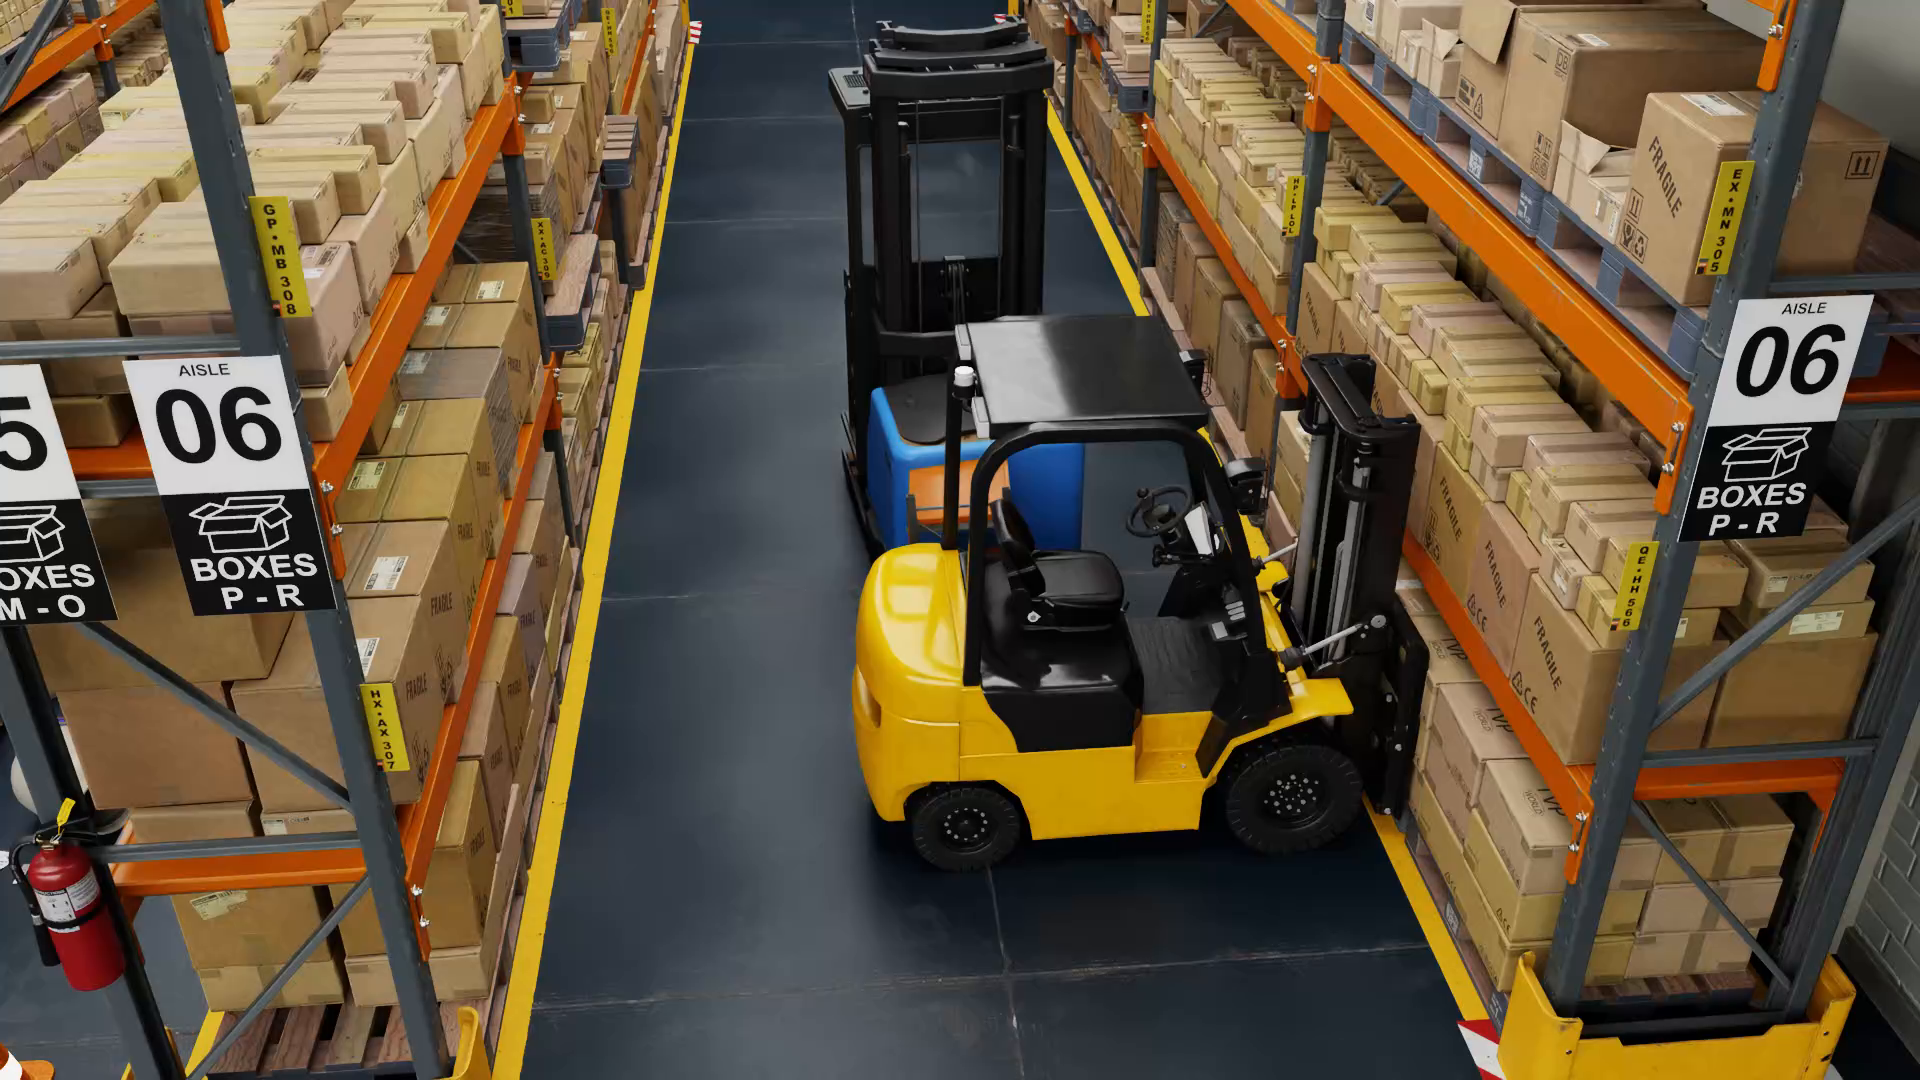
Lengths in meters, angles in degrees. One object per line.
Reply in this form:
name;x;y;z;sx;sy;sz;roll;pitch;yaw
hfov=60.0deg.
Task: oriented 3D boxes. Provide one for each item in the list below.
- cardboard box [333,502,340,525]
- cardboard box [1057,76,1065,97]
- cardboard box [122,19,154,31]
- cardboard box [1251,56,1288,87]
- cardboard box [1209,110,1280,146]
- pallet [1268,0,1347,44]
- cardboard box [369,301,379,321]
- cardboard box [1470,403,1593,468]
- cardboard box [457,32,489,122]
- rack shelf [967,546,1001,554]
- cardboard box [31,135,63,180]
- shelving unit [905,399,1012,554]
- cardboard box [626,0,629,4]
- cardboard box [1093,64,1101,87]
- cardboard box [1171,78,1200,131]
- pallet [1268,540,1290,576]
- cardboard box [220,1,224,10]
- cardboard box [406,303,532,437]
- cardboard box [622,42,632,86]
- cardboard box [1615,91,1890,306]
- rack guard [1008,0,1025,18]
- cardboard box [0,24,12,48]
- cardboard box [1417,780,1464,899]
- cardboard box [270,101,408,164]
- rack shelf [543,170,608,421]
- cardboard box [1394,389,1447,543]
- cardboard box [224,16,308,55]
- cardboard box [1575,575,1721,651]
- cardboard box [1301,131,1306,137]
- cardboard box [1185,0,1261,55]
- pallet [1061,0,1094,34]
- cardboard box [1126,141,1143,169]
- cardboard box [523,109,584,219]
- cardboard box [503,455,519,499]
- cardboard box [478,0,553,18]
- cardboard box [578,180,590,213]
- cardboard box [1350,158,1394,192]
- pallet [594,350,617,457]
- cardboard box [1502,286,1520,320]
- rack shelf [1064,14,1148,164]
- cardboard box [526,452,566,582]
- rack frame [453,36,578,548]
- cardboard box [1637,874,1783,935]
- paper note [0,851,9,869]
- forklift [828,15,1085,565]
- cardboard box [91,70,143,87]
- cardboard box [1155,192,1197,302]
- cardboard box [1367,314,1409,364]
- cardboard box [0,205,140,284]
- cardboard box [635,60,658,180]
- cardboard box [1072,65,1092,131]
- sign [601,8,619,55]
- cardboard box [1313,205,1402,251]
cardboard box;-2.587;-0.142;5.700;0.700;0.500;0.500;-2;31;-4
cardboard box;1.194;-4.626;16.941;0.380;0.149;0.250;-4;31;-6
cardboard box;-8.838;-5.449;17.738;0.380;0.149;0.250;-4;31;-7
cardboard box;2.244;-3.259;11.551;0.380;0.149;0.250;-3;31;-5
cardboard box;1.783;-2.583;10.419;0.380;0.149;0.250;-4;31;-6
pallet;2.191;-2.970;9.059;0.805;0.209;1.217;-4;31;-7
cardboard box;-2.141;-0.790;5.467;0.380;0.149;0.250;-3;31;-5
cardboard box;2.227;-0.410;6.491;0.380;0.149;0.250;-2;31;-3
cardboard box;-2.298;-1.956;7.031;0.500;0.250;0.500;-3;31;-5
rack shelf;0.041;0.196;8.760;0.538;0.278;1.000;-4;31;1
cardboard box;-7.911;-3.088;14.023;0.500;0.500;0.500;-3;31;-6
shelving unit;0.023;-0.012;8.633;0.538;1.125;1.048;-4;31;1
cardboard box;-2.964;-4.629;13.502;0.500;0.500;0.500;-2;31;-4
cardboard box;1.446;-4.321;15.455;0.380;0.149;0.250;-4;31;-7
cardboard box;1.756;-3.014;11.529;0.500;0.250;0.500;-2;31;-3
pallet;2.319;0.290;9.059;1.003;0.211;1.213;-3;31;-5
cardboard box;-8.394;-5.867;18.438;0.380;0.149;0.250;-2;31;-4
cardboard box;-2.311;-0.769;7.724;0.500;0.500;0.500;-2;31;-3
cardboard box;-2.933;-3.845;13.408;0.500;0.250;0.500;-2;31;-3
cardboard box;2.376;-1.041;5.038;0.500;0.500;0.500;-2;31;-3
rack guard;1.172;-6.330;19.860;1.175;0.500;0.348;-3;31;-5
cardboard box;-7.963;-4.085;13.500;0.380;0.149;0.250;-1;31;-2
cardboard box;2.265;1.248;7.007;0.500;0.250;0.500;-3;31;-5
cardboard box;-2.124;-1.396;5.704;0.380;0.149;0.250;-2;31;-3
rack shelf;-2.842;-1.788;10.519;1.077;0.370;4.000;-3;31;-5
cardboard box;2.207;-0.338;7.293;0.500;0.500;0.500;-3;31;-4
cardboard box;-2.884;-2.019;6.748;0.380;0.149;0.250;-3;31;-5
cardboard box;2.349;0.242;5.689;0.380;0.149;0.250;-2;31;-4
cardboard box;2.364;-2.518;10.698;0.500;0.250;0.500;-3;31;-6
cardboard box;2.020;-3.851;12.765;0.500;0.500;0.500;-1;31;-2
pallet;1.505;-4.904;15.222;1.003;0.211;1.213;-3;31;-5
cardboard box;1.558;-3.121;13.445;0.380;0.149;0.250;-4;31;-7
cardboard box;-2.494;-2.188;9.691;0.500;0.500;0.500;-3;31;-5
cardboard box;-2.224;-0.299;7.571;0.380;0.149;0.250;-3;31;-5
cardboard box;-2.311;-2.797;8.318;0.500;0.250;0.500;-4;31;-6
cardboard box;-2.487;-2.112;10.196;0.380;0.149;0.250;-2;31;-3
cardboard box;2.472;-2.093;9.599;0.380;0.149;0.250;-3;31;-5
pallet;-2.847;-0.900;11.051;1.003;0.211;1.213;-3;31;-5
cardboard box;2.727;-1.093;7.635;0.380;0.149;0.250;-3;31;-5
rack shelf;1.726;-4.070;14.340;1.077;0.370;4.000;-3;31;-5
cardboard box;-2.333;-0.108;8.546;0.500;0.500;0.500;-3;31;-5
rack frame;-2.655;-1.075;8.625;1.000;3.000;0.127;-3;31;-5
cardboard box;2.823;1.263;6.495;0.500;0.250;0.500;-2;31;-4
paper note;-4.282;1.418;7.357;0.148;0.019;0.142;8;32;13
forklift;-0.122;-1.574;9.527;1.130;2.935;3.031;-6;31;-10
cardboard box;-8.114;-4.412;16.002;0.380;0.149;0.250;-1;31;-2
cardboard box;1.957;-2.199;12.413;0.875;0.625;0.625;-2;31;-3
cardboard box;2.104;-0.934;7.658;0.380;0.149;0.250;-3;31;-5
cardboard box;-2.593;-0.848;4.786;0.380;0.149;0.250;-2;31;-4
cardboard box;-3.173;-3.654;14.605;0.875;0.875;0.875;-2;31;-3
cardboard box;1.360;-4.249;15.966;0.500;0.500;0.500;-1;31;-2
sign;-2.490;-3.612;11.819;0.100;0.325;0.005;-3;31;-5
cardboard box;2.021;-1.587;8.462;0.380;0.149;0.250;-2;31;-4
